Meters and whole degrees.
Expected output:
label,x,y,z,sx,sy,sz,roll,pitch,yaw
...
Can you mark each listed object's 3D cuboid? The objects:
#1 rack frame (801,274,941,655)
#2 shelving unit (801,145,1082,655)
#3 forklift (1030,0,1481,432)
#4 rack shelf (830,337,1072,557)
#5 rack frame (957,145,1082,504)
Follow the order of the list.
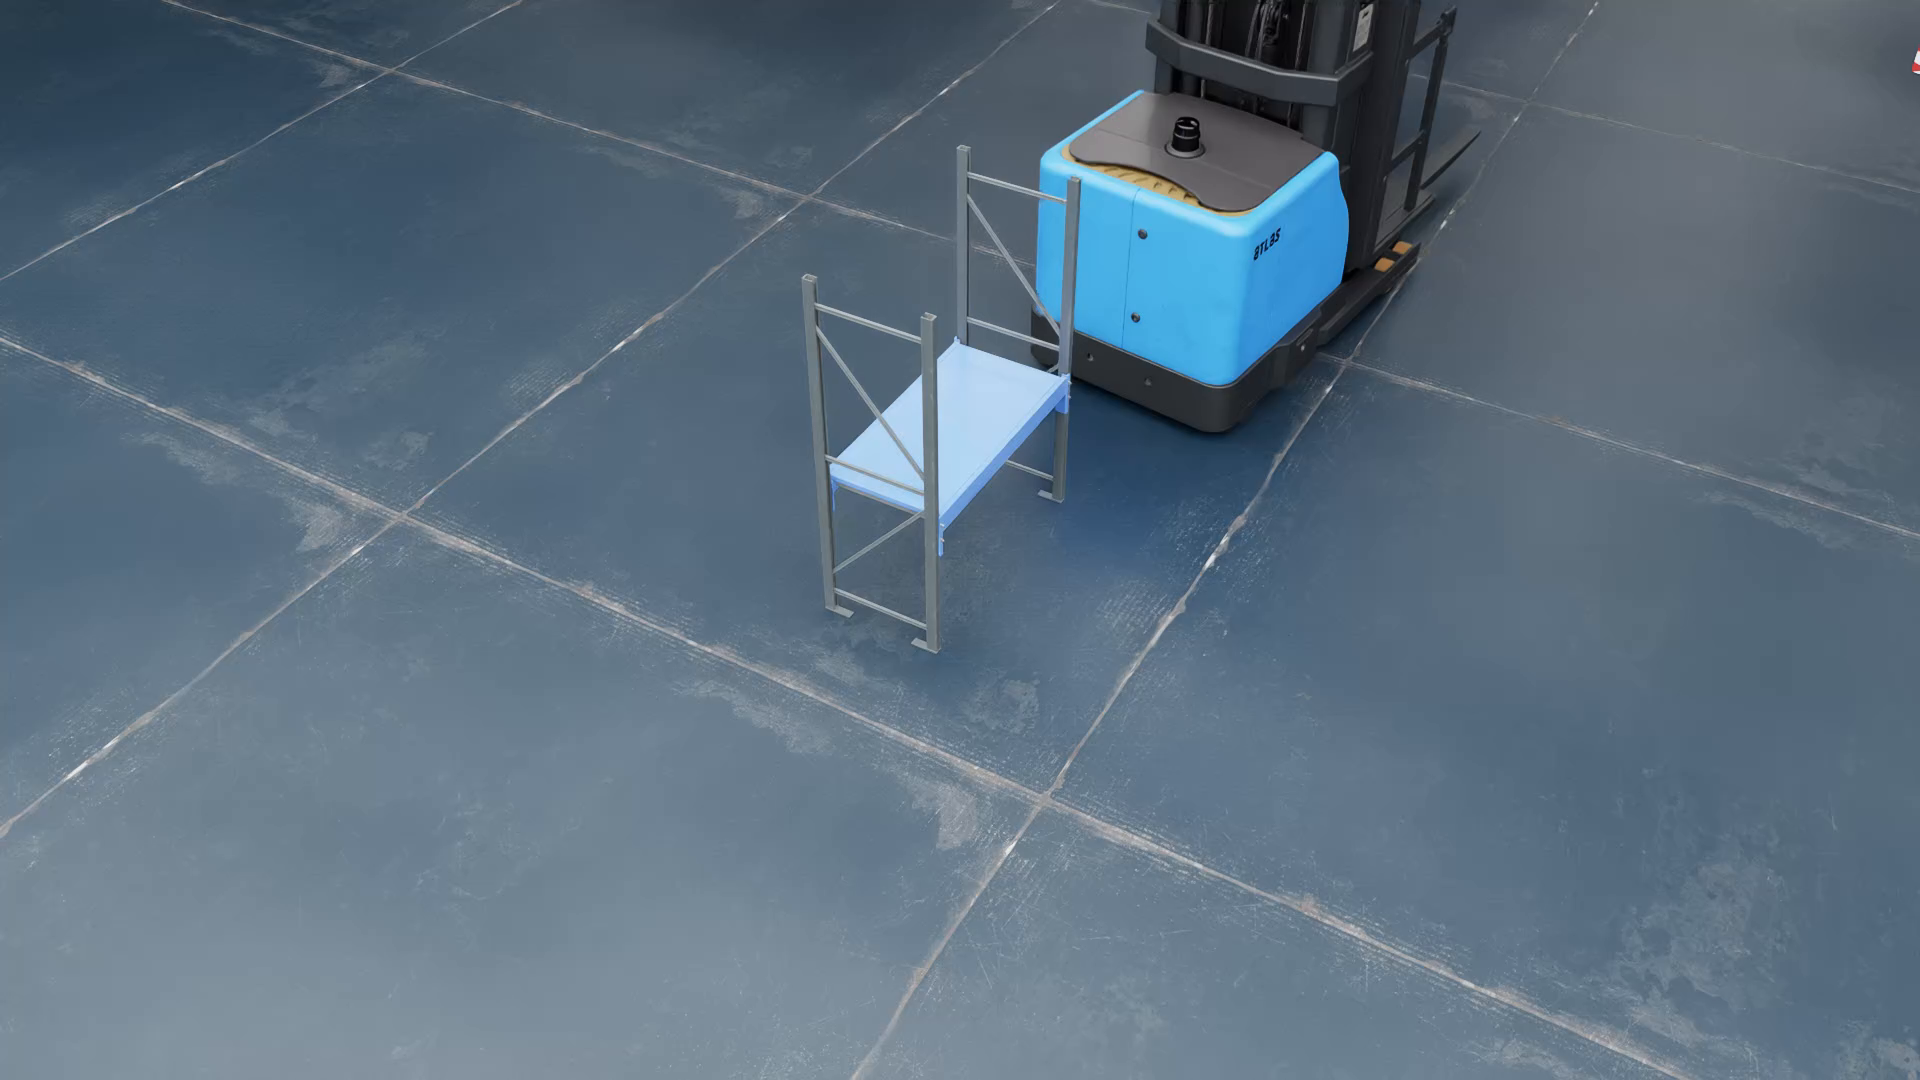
label,x,y,z,sx,sy,sz,roll,pitch,yaw
rack frame,-0.297,-0.223,5.869,0.500,1.500,0.032,21,45,22
shelving unit,-0.043,-0.514,6.199,0.538,1.500,1.048,21,45,22
forklift,1.615,-2.486,7.356,1.130,2.935,3.031,27,48,27
rack shelf,-0.043,-0.379,6.318,0.538,0.185,1.000,21,45,22
rack frame,0.212,-0.805,6.529,0.500,1.500,0.032,21,45,22
